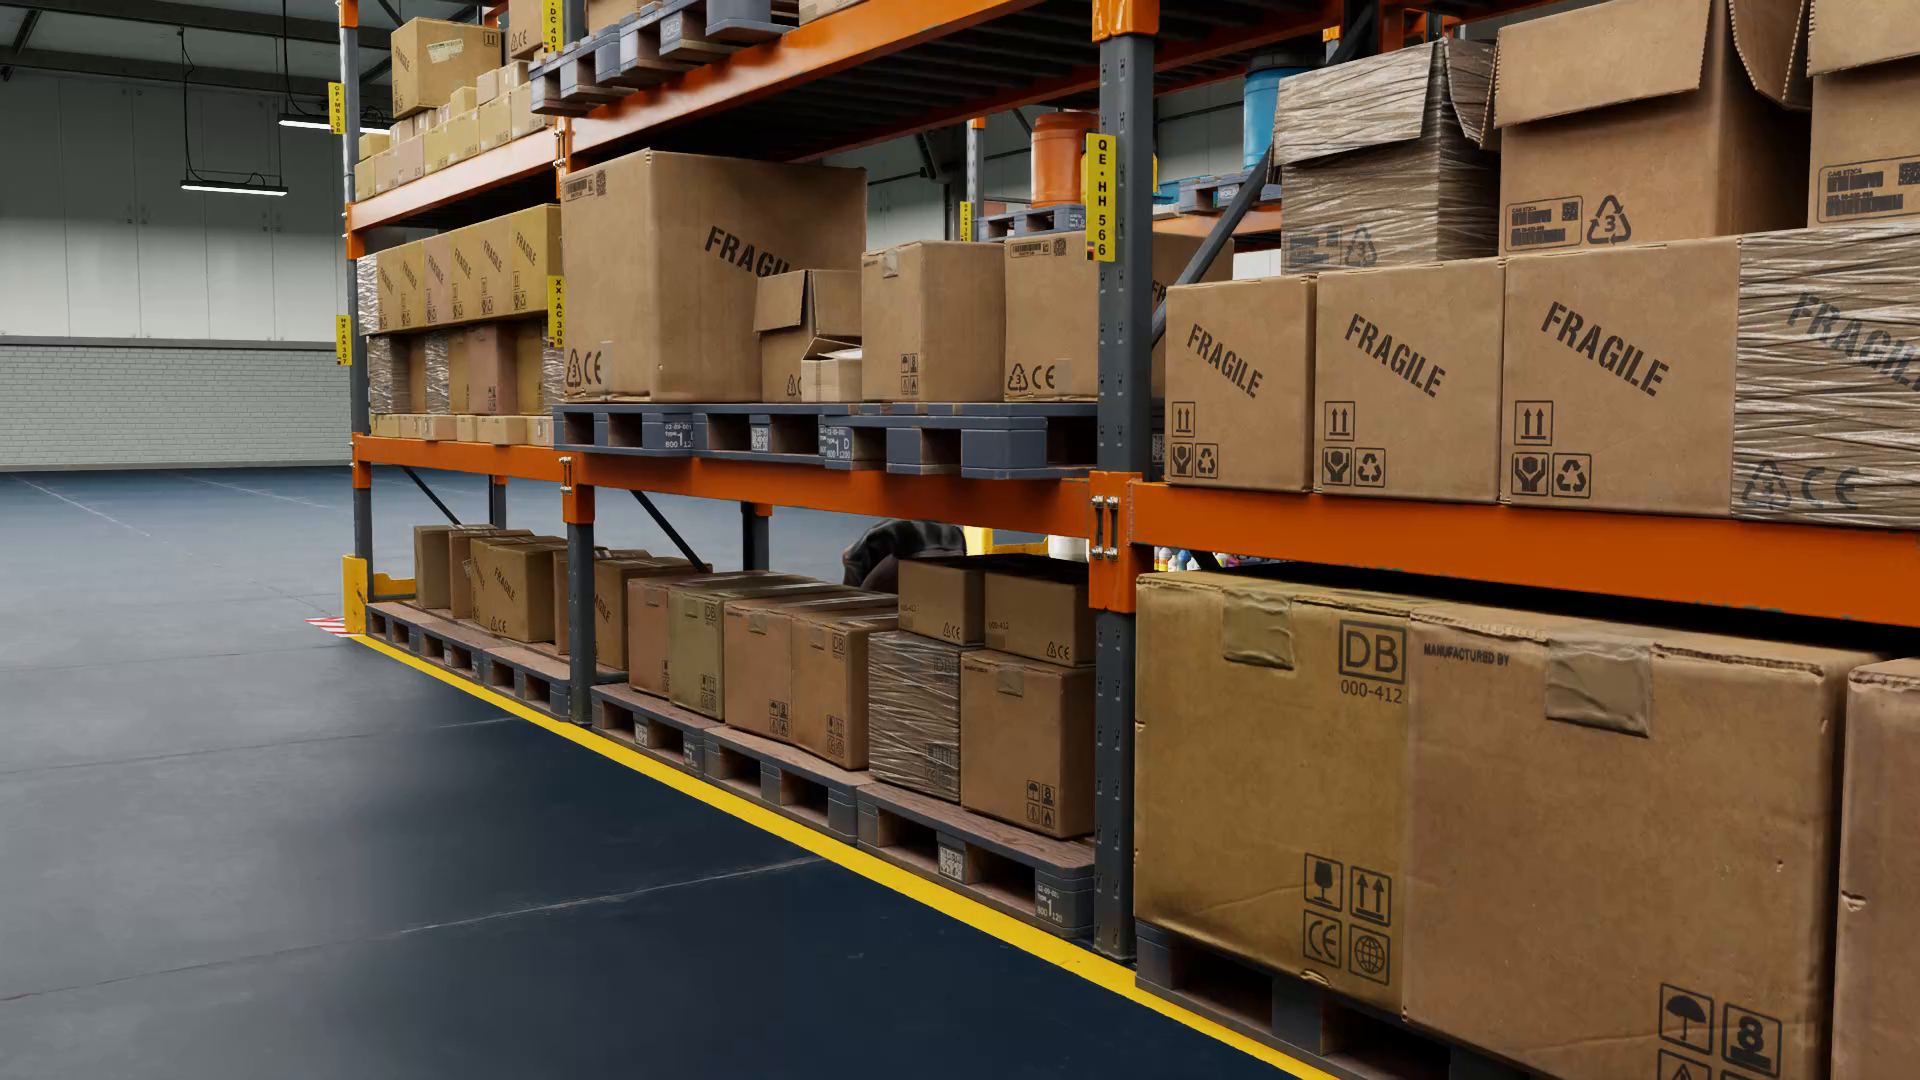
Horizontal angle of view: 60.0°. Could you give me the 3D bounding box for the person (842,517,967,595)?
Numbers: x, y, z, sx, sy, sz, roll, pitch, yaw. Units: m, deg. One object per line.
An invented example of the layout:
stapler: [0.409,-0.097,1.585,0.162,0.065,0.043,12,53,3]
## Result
person: [-0.364,0.294,9.286,0.517,0.921,0.946,-3,6,-36]
